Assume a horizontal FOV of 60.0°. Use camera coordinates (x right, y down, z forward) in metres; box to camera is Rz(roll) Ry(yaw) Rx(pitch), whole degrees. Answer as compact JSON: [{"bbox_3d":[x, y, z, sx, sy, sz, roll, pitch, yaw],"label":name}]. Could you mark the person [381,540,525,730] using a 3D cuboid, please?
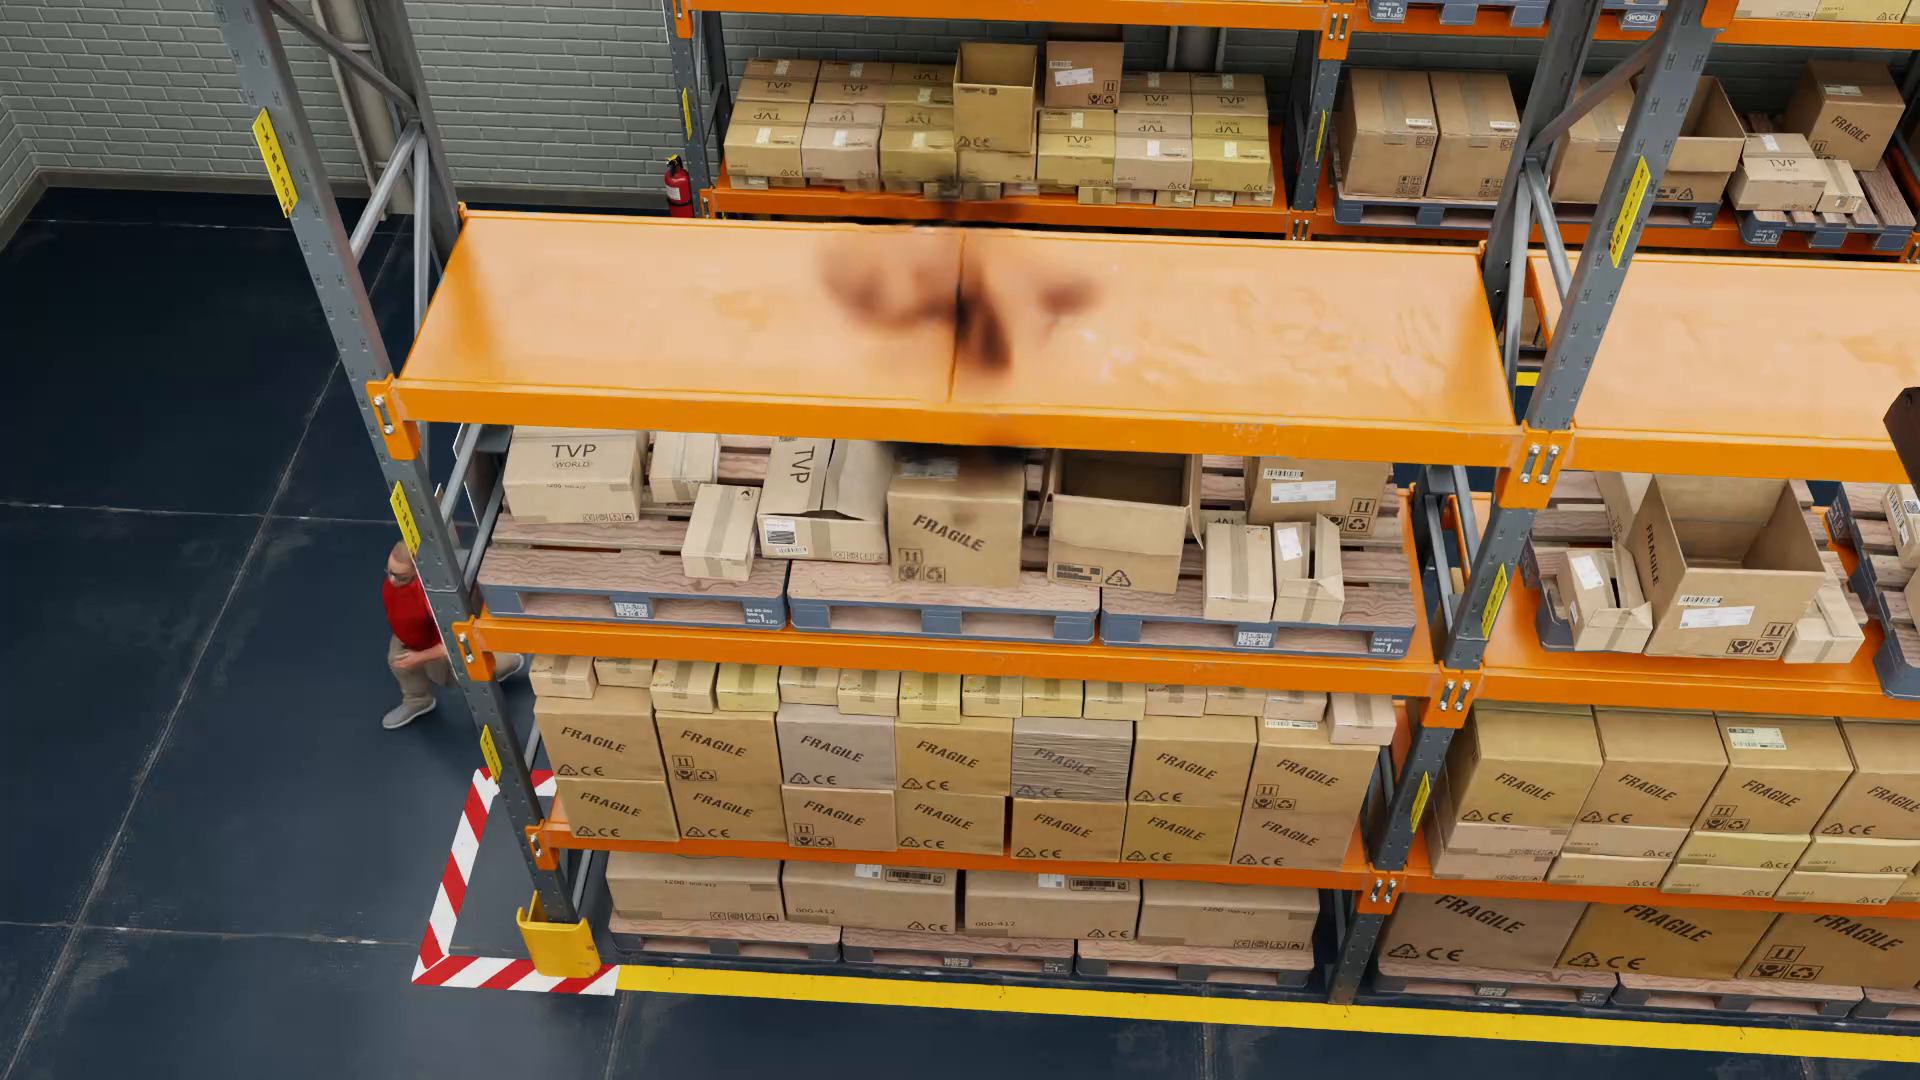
[{"bbox_3d":[-2.855,0.533,9.146,0.856,1.685,0.739,-29,54,-24],"label":"person"}]
